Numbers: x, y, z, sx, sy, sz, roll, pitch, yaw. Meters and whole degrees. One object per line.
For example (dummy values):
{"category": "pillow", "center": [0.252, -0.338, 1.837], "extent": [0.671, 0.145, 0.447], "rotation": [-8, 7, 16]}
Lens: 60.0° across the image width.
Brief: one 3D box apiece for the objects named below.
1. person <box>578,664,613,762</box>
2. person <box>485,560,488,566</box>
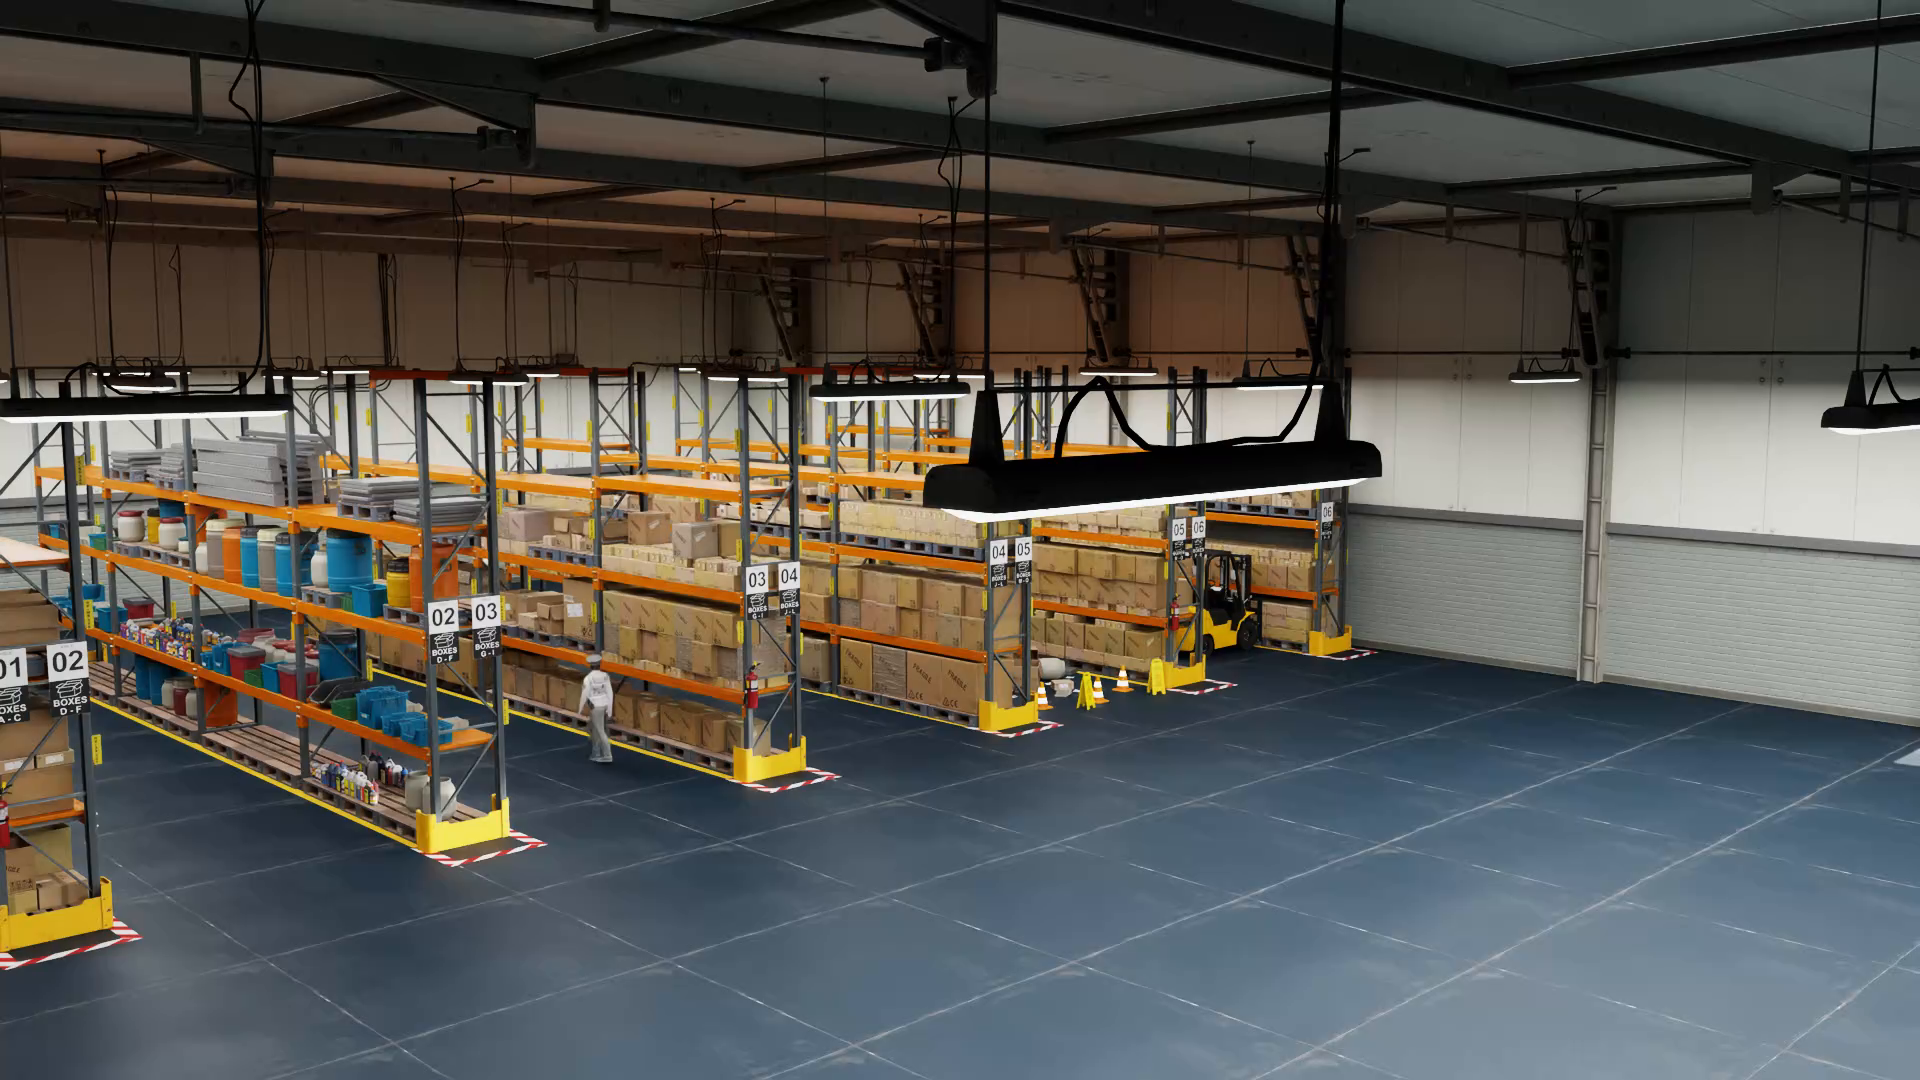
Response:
{"category": "person", "center": [-5.605, 2.647, 25.643], "extent": [0.521, 1.697, 0.476], "rotation": [1, 7, 10]}
{"category": "person", "center": [-10.574, 1.270, 37.652], "extent": [0.824, 1.659, 0.558], "rotation": [3, 7, 24]}
